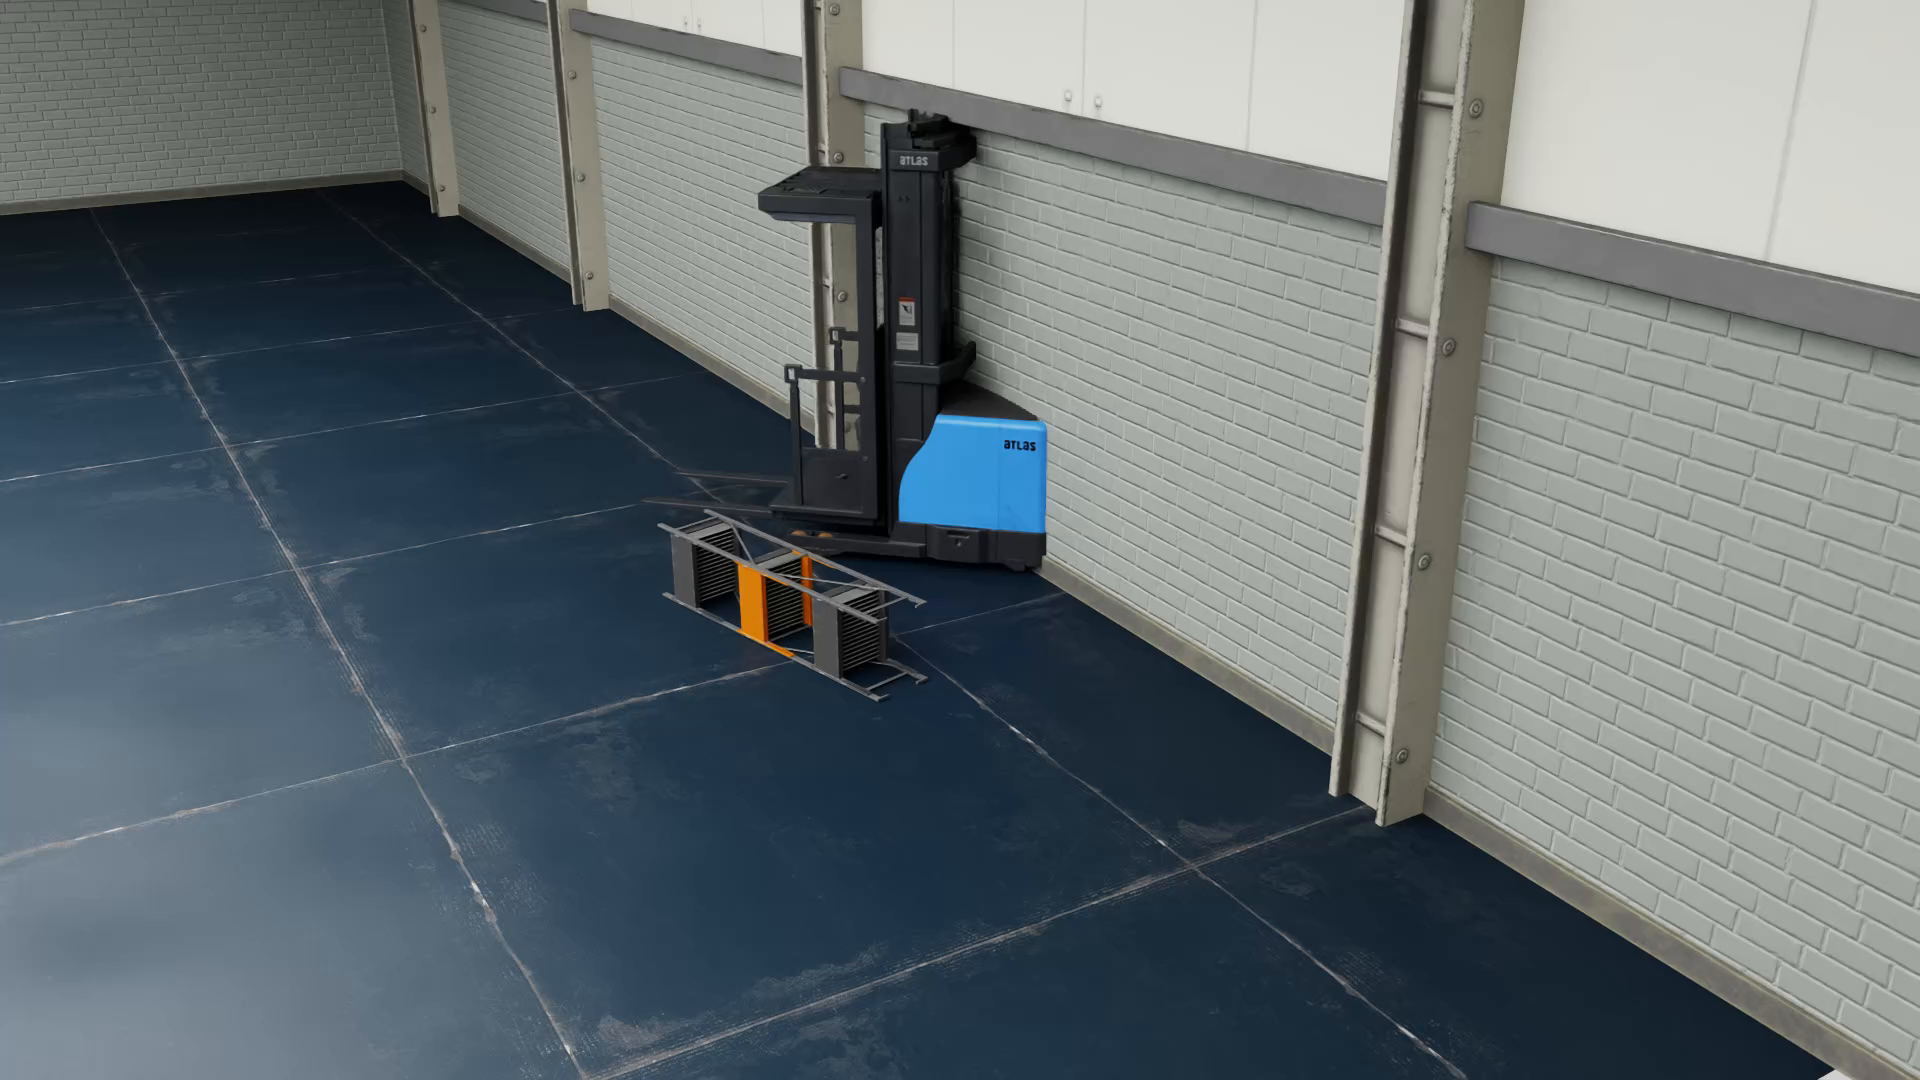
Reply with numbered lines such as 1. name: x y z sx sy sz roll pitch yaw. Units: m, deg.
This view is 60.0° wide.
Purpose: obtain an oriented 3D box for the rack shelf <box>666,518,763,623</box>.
1. rack shelf: -1.550 0.176 10.692 0.431 0.480 0.518 -20 30 -41

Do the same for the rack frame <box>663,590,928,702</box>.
1. rack frame: -1.067 0.586 10.332 0.400 0.015 2.100 -20 30 -41

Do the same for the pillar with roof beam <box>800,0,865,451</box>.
1. pillar with roof beam: -4.629 -3.945 9.566 9.100 9.000 0.400 -13 25 -28

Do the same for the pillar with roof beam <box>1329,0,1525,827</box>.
1. pillar with roof beam: -1.565 -2.002 4.787 9.100 9.000 0.400 -13 25 -28

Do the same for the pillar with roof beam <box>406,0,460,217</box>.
1. pillar with roof beam: -10.759 -7.829 19.123 9.100 9.000 0.400 -13 25 -28

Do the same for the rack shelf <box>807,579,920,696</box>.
1. rack shelf: -0.565 0.551 9.770 0.431 0.480 0.518 -20 30 -41

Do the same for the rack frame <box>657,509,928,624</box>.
1. rack frame: -1.067 0.134 10.148 0.400 0.015 2.100 -20 30 -41

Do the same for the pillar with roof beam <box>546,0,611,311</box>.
1. pillar with roof beam: -7.694 -5.887 14.344 9.100 9.000 0.400 -13 25 -28

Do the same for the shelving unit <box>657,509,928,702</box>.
1. shelving unit: -1.067 0.360 10.240 0.431 0.503 2.100 -20 30 -41

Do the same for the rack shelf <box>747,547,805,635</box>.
1. rack shelf: -1.154 0.327 10.321 0.368 0.457 0.174 -20 30 -41

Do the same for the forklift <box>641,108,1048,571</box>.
1. forklift: -0.737 -1.423 11.421 3.031 2.935 1.130 5 23 12
